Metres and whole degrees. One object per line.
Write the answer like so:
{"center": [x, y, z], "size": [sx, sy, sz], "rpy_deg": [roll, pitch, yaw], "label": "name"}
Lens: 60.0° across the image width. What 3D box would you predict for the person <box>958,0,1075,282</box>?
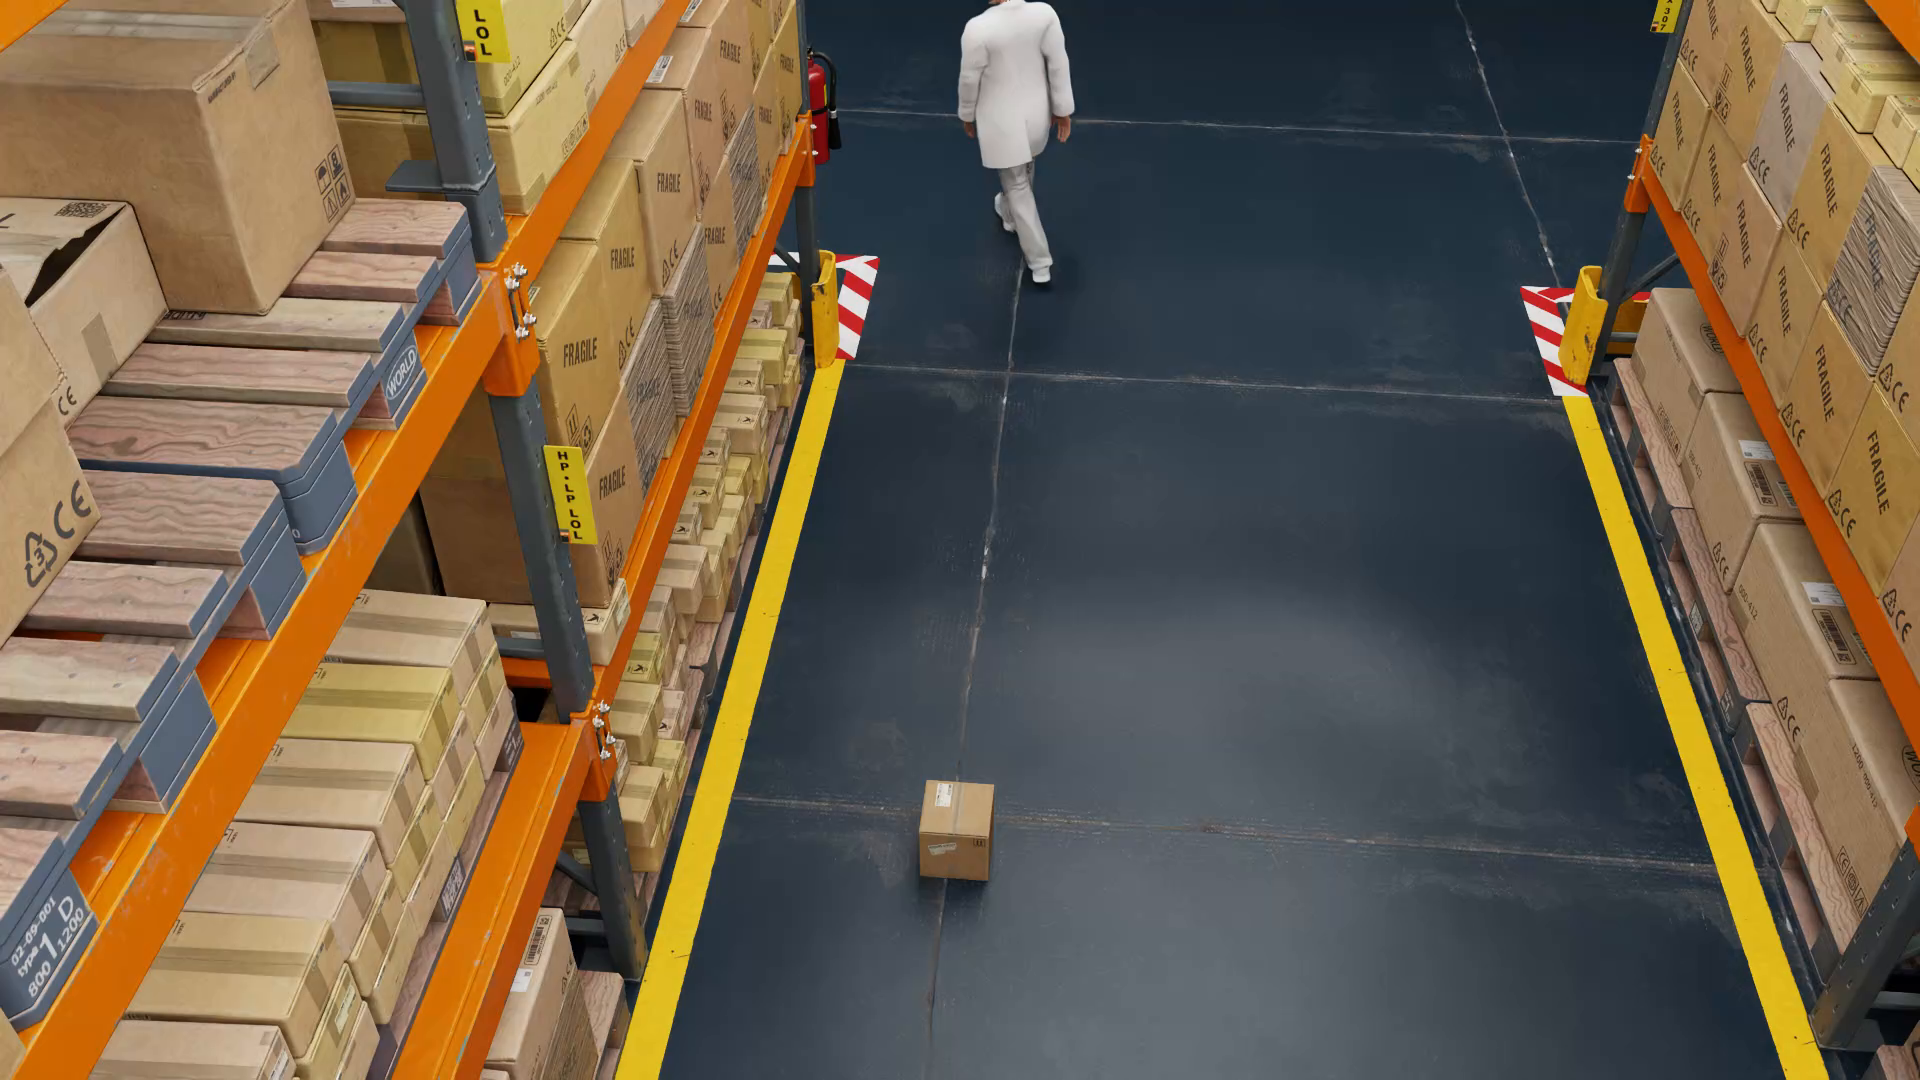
{"center": [0.247, -2.333, 8.978], "size": [0.618, 1.730, 0.972], "rpy_deg": [-16, 42, -19], "label": "person"}
